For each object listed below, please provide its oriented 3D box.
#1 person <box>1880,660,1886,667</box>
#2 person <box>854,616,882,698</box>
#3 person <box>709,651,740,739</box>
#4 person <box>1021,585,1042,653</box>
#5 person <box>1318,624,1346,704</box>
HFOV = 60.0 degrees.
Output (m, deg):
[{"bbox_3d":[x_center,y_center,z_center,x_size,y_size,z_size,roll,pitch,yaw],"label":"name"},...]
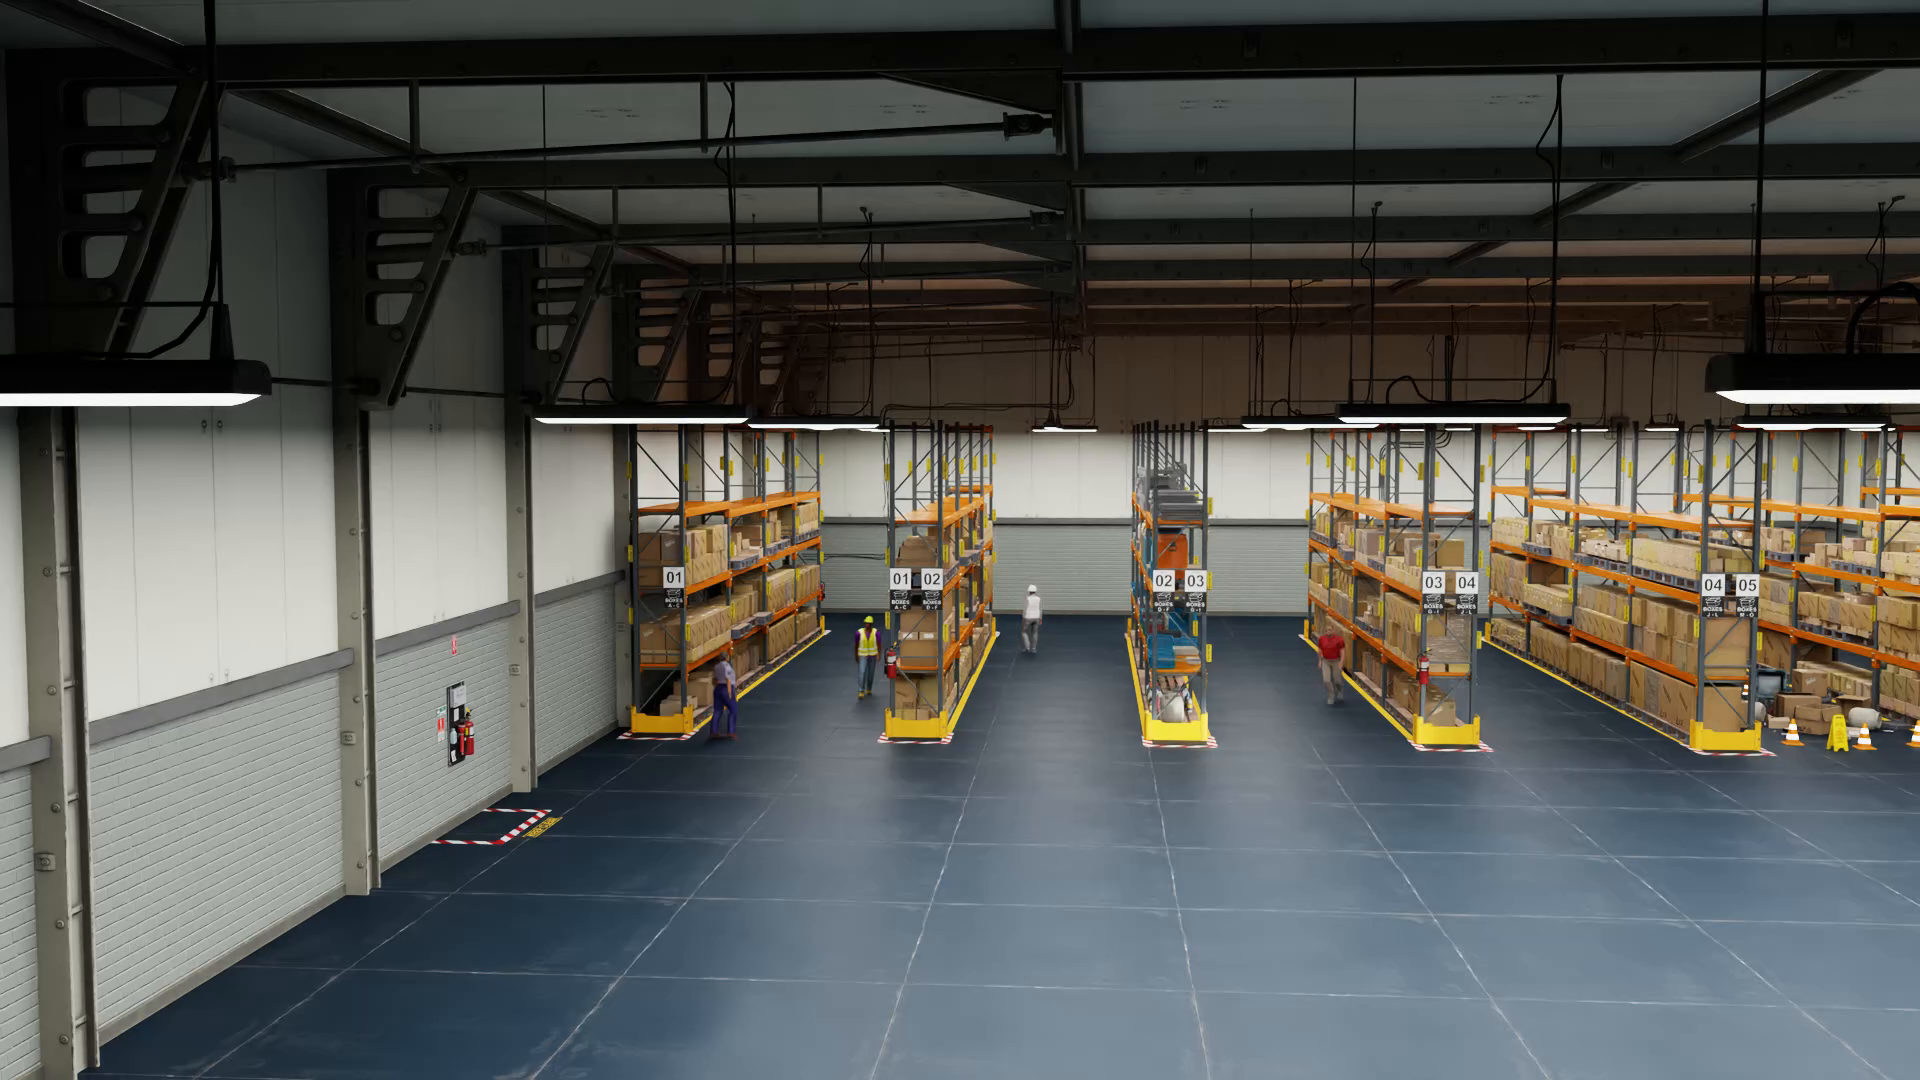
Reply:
[{"bbox_3d":[22.810,2.242,40.999,0.586,1.785,0.521,0,4,6],"label":"person"},{"bbox_3d":[-1.989,2.538,36.268,0.582,1.733,0.866,-1,4,-12],"label":"person"},{"bbox_3d":[-4.488,2.954,31.389,0.511,1.685,0.566,-3,5,-44],"label":"person"},{"bbox_3d":[1.886,2.082,43.721,0.567,1.800,0.389,-1,4,-20],"label":"person"},{"bbox_3d":[7.962,2.631,35.554,0.598,1.700,0.628,2,4,23],"label":"person"}]
